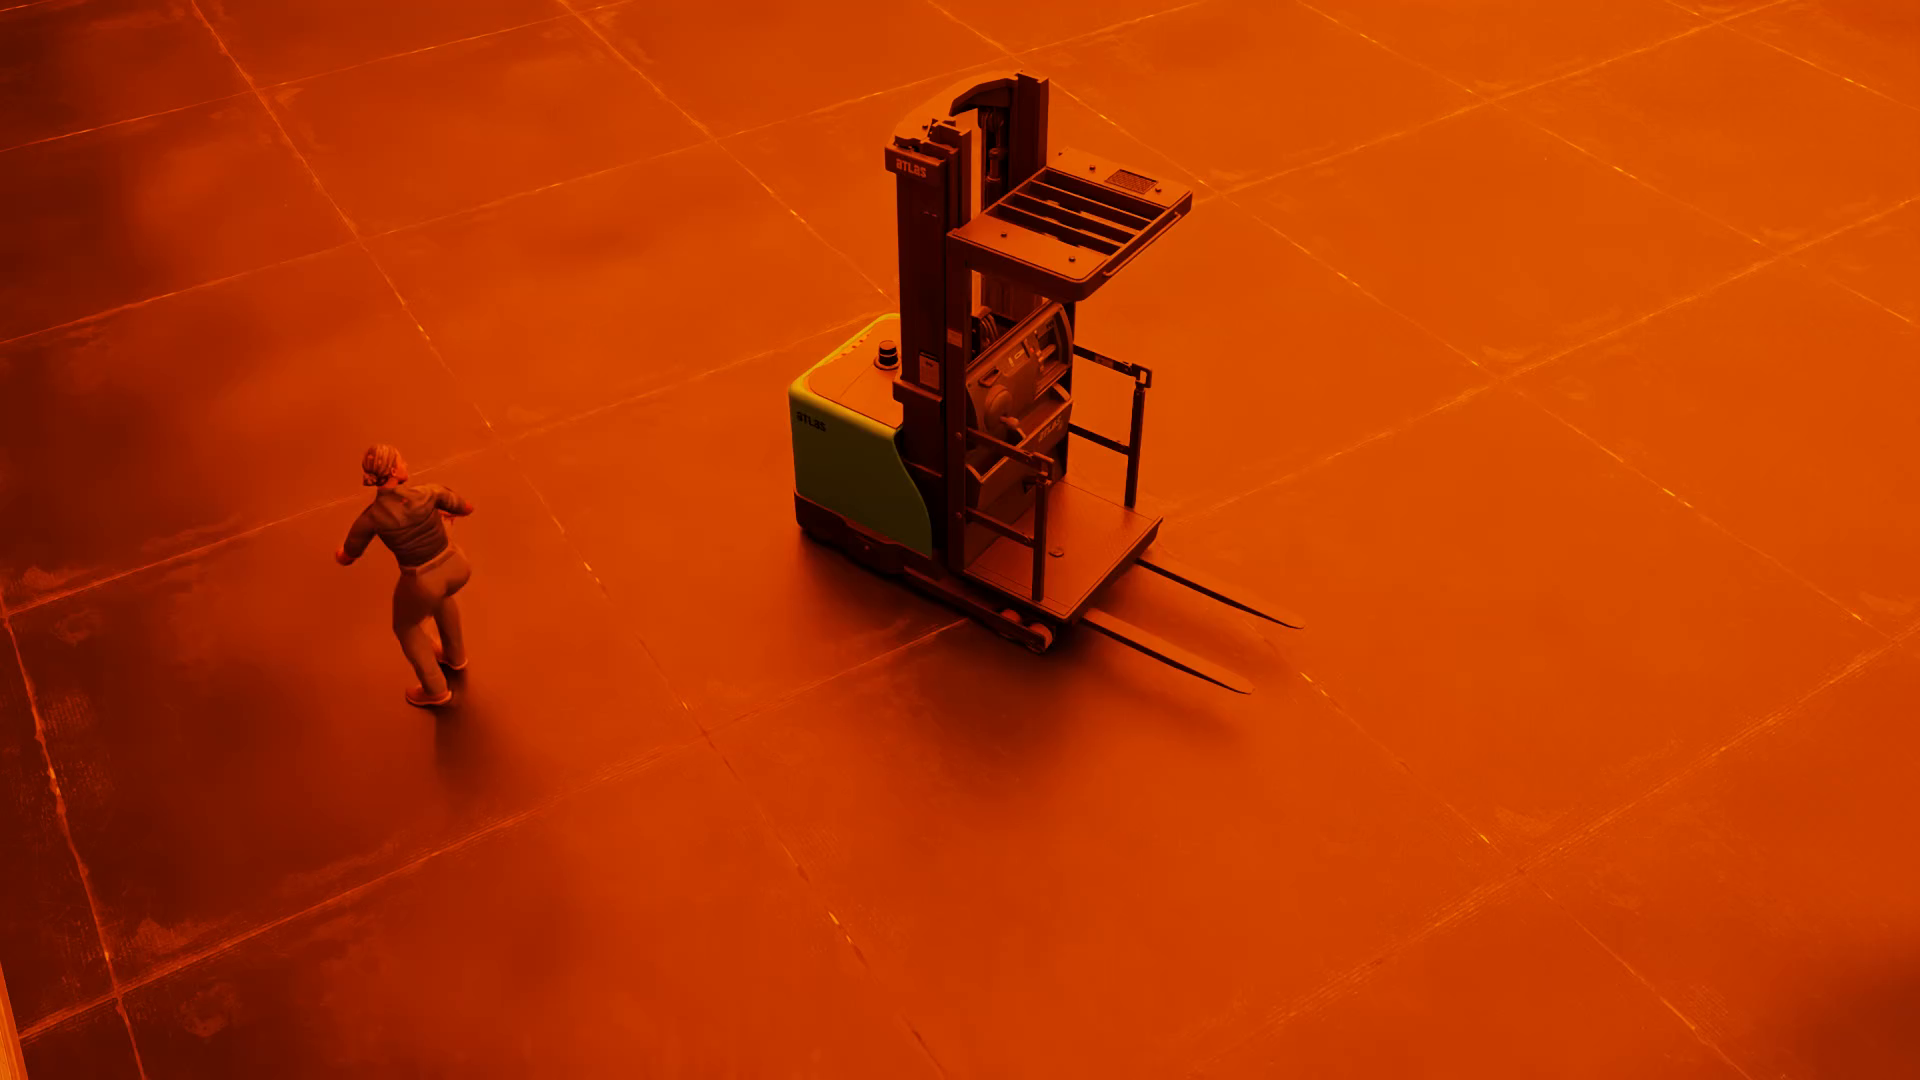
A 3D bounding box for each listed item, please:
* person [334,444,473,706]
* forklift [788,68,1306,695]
[{"bbox_3d":[-2.883,0.137,8.727,0.695,1.601,0.621,-33,51,-32],"label":"person"},{"bbox_3d":[0.496,-0.872,8.869,3.031,2.935,1.130,25,47,26],"label":"forklift"}]
